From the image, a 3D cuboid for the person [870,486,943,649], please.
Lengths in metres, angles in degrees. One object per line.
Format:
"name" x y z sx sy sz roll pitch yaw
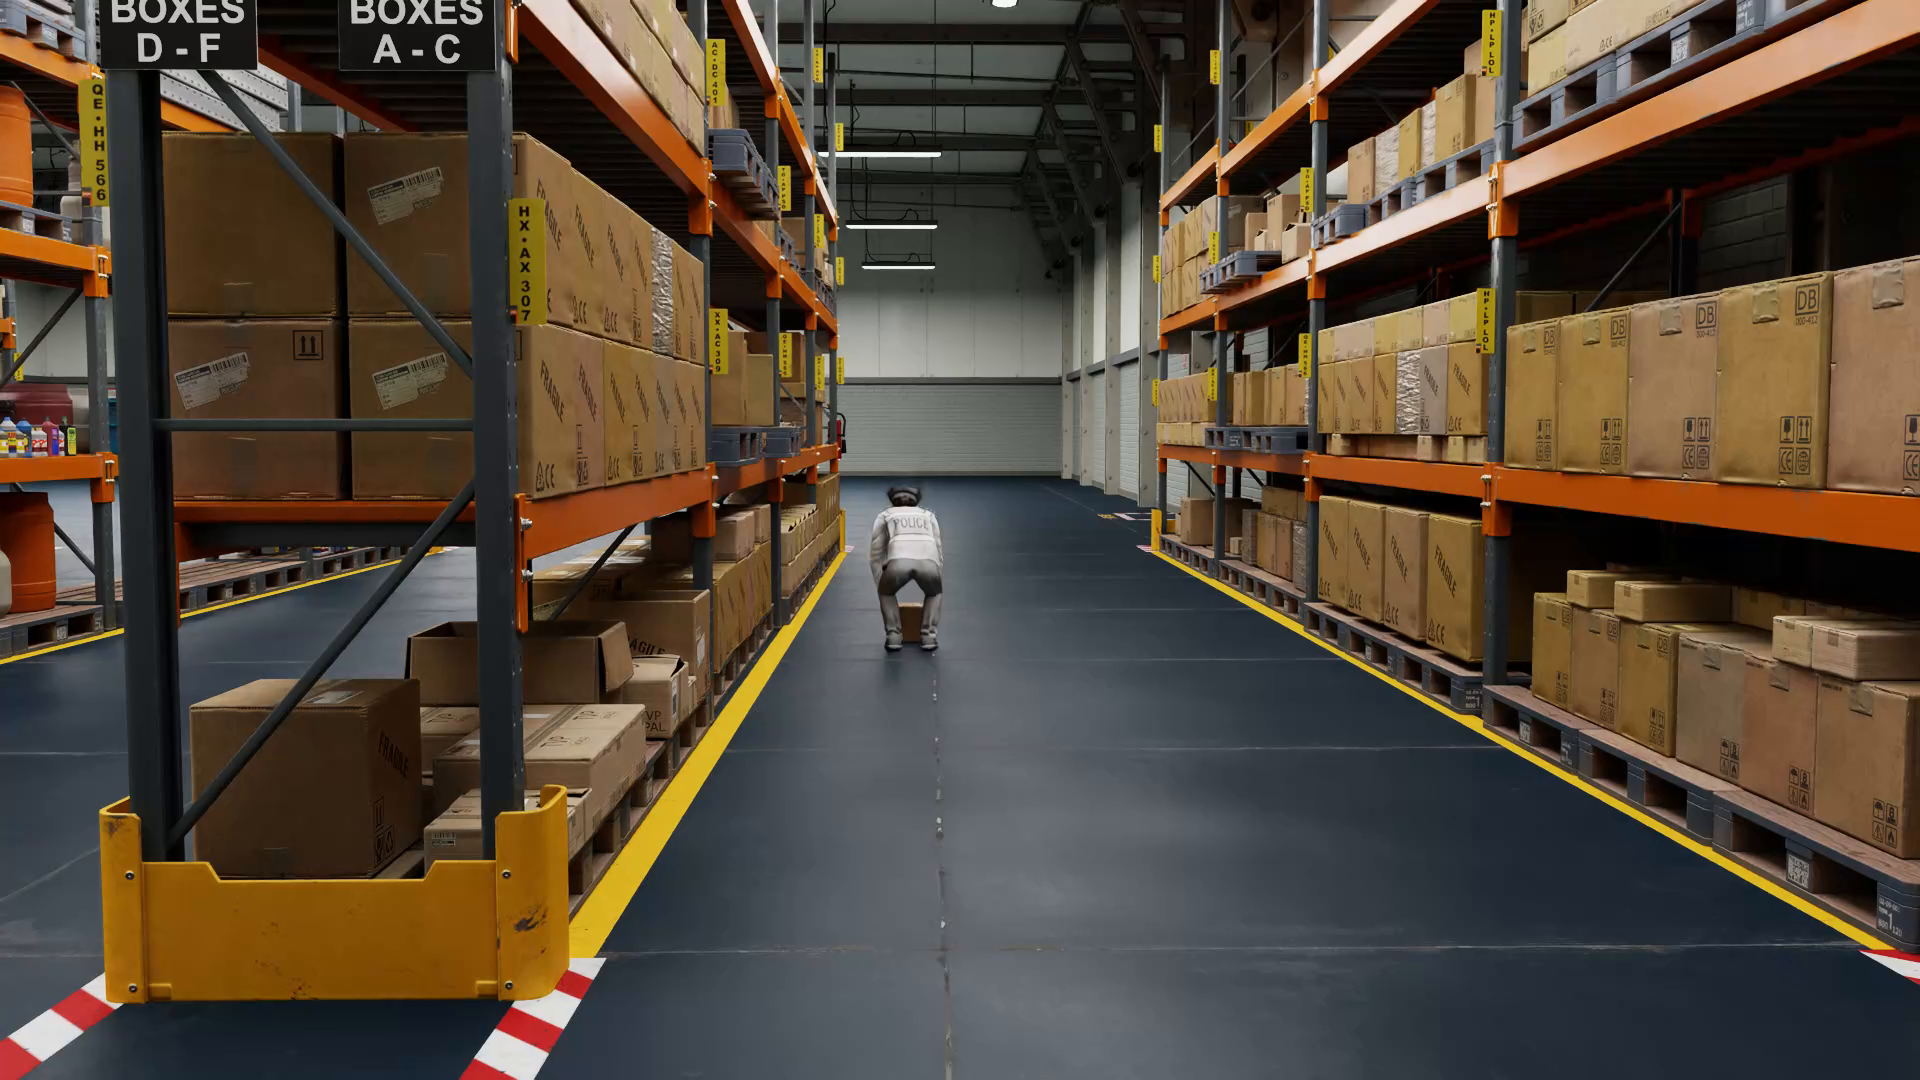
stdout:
"person" -0.359 0.189 11.420 0.489 1.101 0.820 0 4 -2
